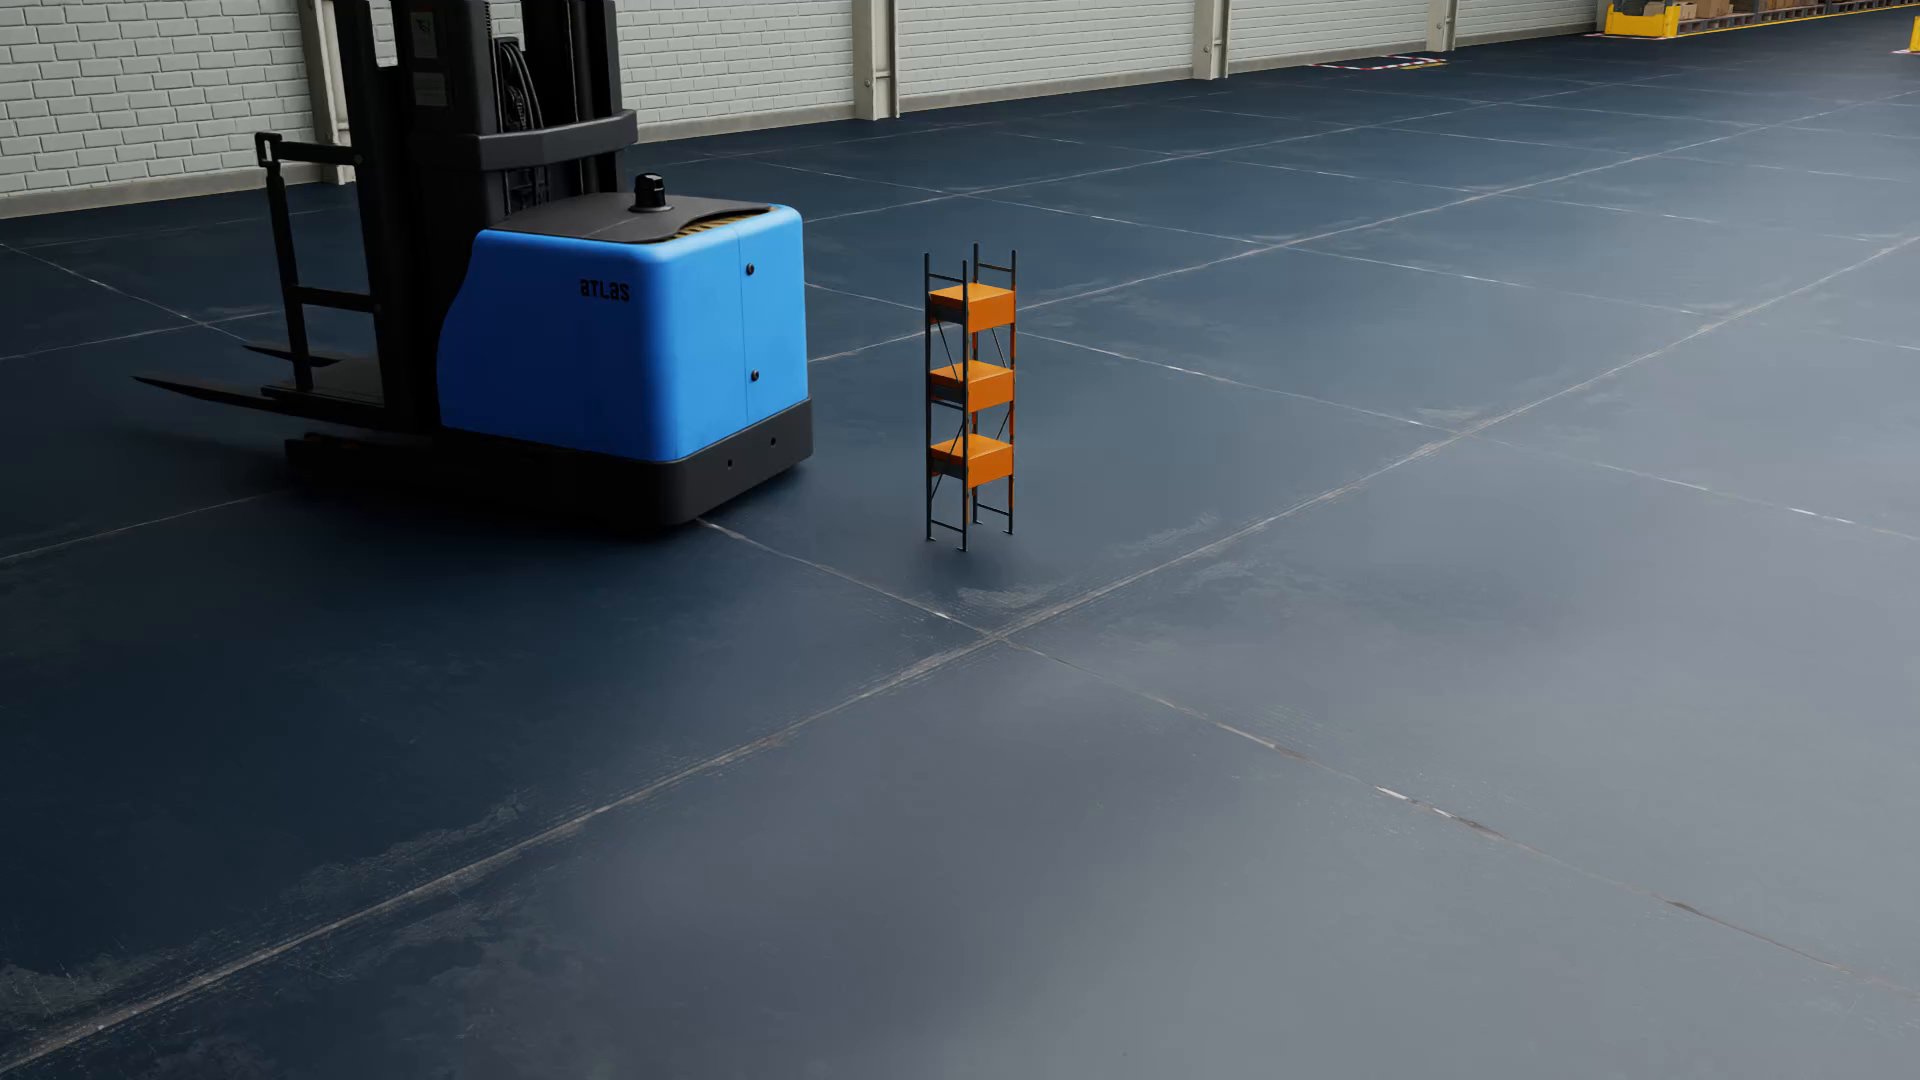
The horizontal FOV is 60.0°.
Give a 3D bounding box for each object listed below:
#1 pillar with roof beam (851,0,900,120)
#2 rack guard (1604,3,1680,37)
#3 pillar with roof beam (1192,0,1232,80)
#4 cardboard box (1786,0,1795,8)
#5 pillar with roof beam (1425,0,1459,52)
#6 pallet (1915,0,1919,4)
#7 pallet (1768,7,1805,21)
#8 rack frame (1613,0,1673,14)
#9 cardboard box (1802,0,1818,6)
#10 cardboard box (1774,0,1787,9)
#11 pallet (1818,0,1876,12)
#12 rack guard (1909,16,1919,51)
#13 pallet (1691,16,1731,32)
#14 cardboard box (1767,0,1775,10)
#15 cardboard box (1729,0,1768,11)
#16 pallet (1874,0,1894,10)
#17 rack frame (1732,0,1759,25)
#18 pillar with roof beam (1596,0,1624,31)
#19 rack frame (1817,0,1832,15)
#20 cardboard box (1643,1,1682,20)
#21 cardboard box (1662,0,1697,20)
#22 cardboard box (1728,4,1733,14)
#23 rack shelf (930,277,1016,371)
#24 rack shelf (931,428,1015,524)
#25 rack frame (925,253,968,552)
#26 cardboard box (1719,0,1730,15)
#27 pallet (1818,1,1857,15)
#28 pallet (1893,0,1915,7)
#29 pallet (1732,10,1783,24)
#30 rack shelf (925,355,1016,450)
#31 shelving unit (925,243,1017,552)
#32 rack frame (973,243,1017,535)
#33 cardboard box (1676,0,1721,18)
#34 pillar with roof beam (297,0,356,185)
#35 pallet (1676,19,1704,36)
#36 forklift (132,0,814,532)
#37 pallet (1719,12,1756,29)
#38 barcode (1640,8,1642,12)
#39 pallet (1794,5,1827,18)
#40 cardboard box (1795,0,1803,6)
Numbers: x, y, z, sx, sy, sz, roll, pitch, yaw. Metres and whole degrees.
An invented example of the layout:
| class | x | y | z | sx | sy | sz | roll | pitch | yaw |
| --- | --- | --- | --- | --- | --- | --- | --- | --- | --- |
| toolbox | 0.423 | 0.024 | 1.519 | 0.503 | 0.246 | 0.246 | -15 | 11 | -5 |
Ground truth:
| class | x | y | z | sx | sy | sz | roll | pitch | yaw |
| --- | --- | --- | --- | --- | --- | --- | --- | --- | --- |
| pillar with roof beam | 2.189 | -7.676 | 13.504 | 9.100 | 9.000 | 0.400 | 19 | 28 | 41 |
| rack guard | 11.845 | -9.037 | 28.889 | 1.175 | 0.500 | 0.348 | 19 | 28 | 41 |
| pillar with roof beam | 6.374 | -9.219 | 17.516 | 9.100 | 9.000 | 0.400 | 19 | 28 | 41 |
| cardboard box | 16.139 | -10.843 | 32.975 | 0.700 | 0.500 | 0.500 | 19 | 28 | 40 |
| pillar with roof beam | 10.560 | -10.761 | 21.529 | 9.100 | 9.000 | 0.400 | 19 | 28 | 41 |
| pallet | 21.601 | -12.458 | 38.193 | 1.003 | 0.211 | 1.213 | 19 | 28 | 41 |
| pallet | 15.976 | -10.426 | 32.907 | 1.003 | 0.211 | 1.213 | 19 | 28 | 41 |
| rack frame | 11.792 | -10.184 | 28.390 | 1.000 | 3.000 | 0.127 | 19 | 28 | 41 |
| cardboard box | 16.908 | -11.081 | 33.594 | 0.500 | 0.500 | 0.700 | -20 | 29 | -41 |
| cardboard box | 15.794 | -10.711 | 32.631 | 0.700 | 0.500 | 0.500 | 20 | 28 | 41 |
| pallet | 18.828 | -11.435 | 35.530 | 1.003 | 0.211 | 1.213 | 19 | 28 | 41 |
| rack guard | 15.327 | -7.772 | 25.599 | 1.175 | 0.500 | 0.348 | 19 | 28 | 41 |
| pallet | 13.288 | -9.414 | 30.273 | 1.003 | 0.211 | 1.213 | 19 | 28 | 41 |
| cardboard box | 15.409 | -10.590 | 32.316 | 0.700 | 0.500 | 0.500 | 19 | 28 | 40 |
| cardboard box | 15.084 | -10.444 | 31.937 | 0.500 | 0.500 | 0.700 | -19 | 28 | -40 |
| pallet | 19.679 | -11.750 | 36.350 | 1.003 | 0.211 | 1.213 | 19 | 28 | 41 |
| rack frame | 14.583 | -11.212 | 31.065 | 1.000 | 3.000 | 0.127 | 19 | 28 | 41 |
| pillar with roof beam | 14.745 | -12.303 | 25.542 | 9.100 | 9.000 | 0.400 | 19 | 28 | 41 |
| rack frame | 17.373 | -12.240 | 33.740 | 1.000 | 3.000 | 0.127 | 19 | 28 | 41 |
| cardboard box | 12.340 | -9.290 | 29.197 | 0.500 | 0.311 | 0.500 | 15 | 26 | 35 |
| cardboard box | 12.737 | -9.436 | 29.579 | 0.500 | 0.311 | 0.500 | -17 | 27 | -38 |
| cardboard box | 14.231 | -9.950 | 31.117 | 0.380 | 0.166 | 0.250 | 15 | 26 | 34 |
| rack shelf | 0.037 | -0.759 | 5.824 | 0.215 | 0.259 | 0.240 | 19 | 28 | 41 |
| rack shelf | 0.037 | -0.234 | 6.026 | 0.215 | 0.259 | 0.240 | 19 | 28 | 41 |
| rack frame | -0.048 | -0.472 | 5.840 | 0.200 | 1.050 | 0.008 | 19 | 28 | 41 |
| cardboard box | 13.887 | -9.974 | 30.714 | 0.500 | 0.500 | 0.500 | 17 | 27 | 37 |
| pallet | 17.977 | -11.123 | 34.718 | 1.003 | 0.211 | 1.213 | 19 | 28 | 41 |
| pallet | 20.750 | -12.143 | 37.373 | 1.003 | 0.211 | 1.213 | 19 | 28 | 41 |
| pallet | 15.125 | -10.111 | 32.087 | 1.003 | 0.211 | 1.213 | 19 | 28 | 41 |
| rack shelf | 0.037 | -0.494 | 5.926 | 0.215 | 0.259 | 0.240 | 19 | 28 | 41 |
| shelving unit | 0.037 | -0.504 | 5.922 | 0.215 | 1.050 | 0.252 | 19 | 28 | 41 |
| rack frame | 0.122 | -0.535 | 6.004 | 0.200 | 1.050 | 0.008 | 19 | 28 | 41 |
| cardboard box | 13.285 | -9.701 | 30.003 | 0.700 | 0.500 | 0.500 | 17 | 27 | 37 |
| pillar with roof beam | -1.997 | -6.134 | 9.491 | 9.100 | 9.000 | 0.400 | 19 | 28 | 41 |
| pallet | 12.437 | -9.102 | 29.461 | 1.003 | 0.211 | 1.213 | 19 | 28 | 41 |
| forklift | -2.151 | -1.747 | 6.536 | 3.031 | 2.935 | 1.130 | 10 | 23 | 25 |
| pallet | 14.140 | -9.729 | 31.093 | 1.003 | 0.211 | 1.213 | 19 | 28 | 41 |
| barcode | 12.066 | -9.399 | 29.468 | 0.001 | 0.075 | 0.075 | 19 | 28 | 41 |
| pallet | 16.827 | -10.738 | 33.719 | 1.003 | 0.211 | 1.213 | 19 | 28 | 41 |
| cardboard box | 16.466 | -10.978 | 33.325 | 0.700 | 0.500 | 0.500 | 19 | 28 | 41 |
